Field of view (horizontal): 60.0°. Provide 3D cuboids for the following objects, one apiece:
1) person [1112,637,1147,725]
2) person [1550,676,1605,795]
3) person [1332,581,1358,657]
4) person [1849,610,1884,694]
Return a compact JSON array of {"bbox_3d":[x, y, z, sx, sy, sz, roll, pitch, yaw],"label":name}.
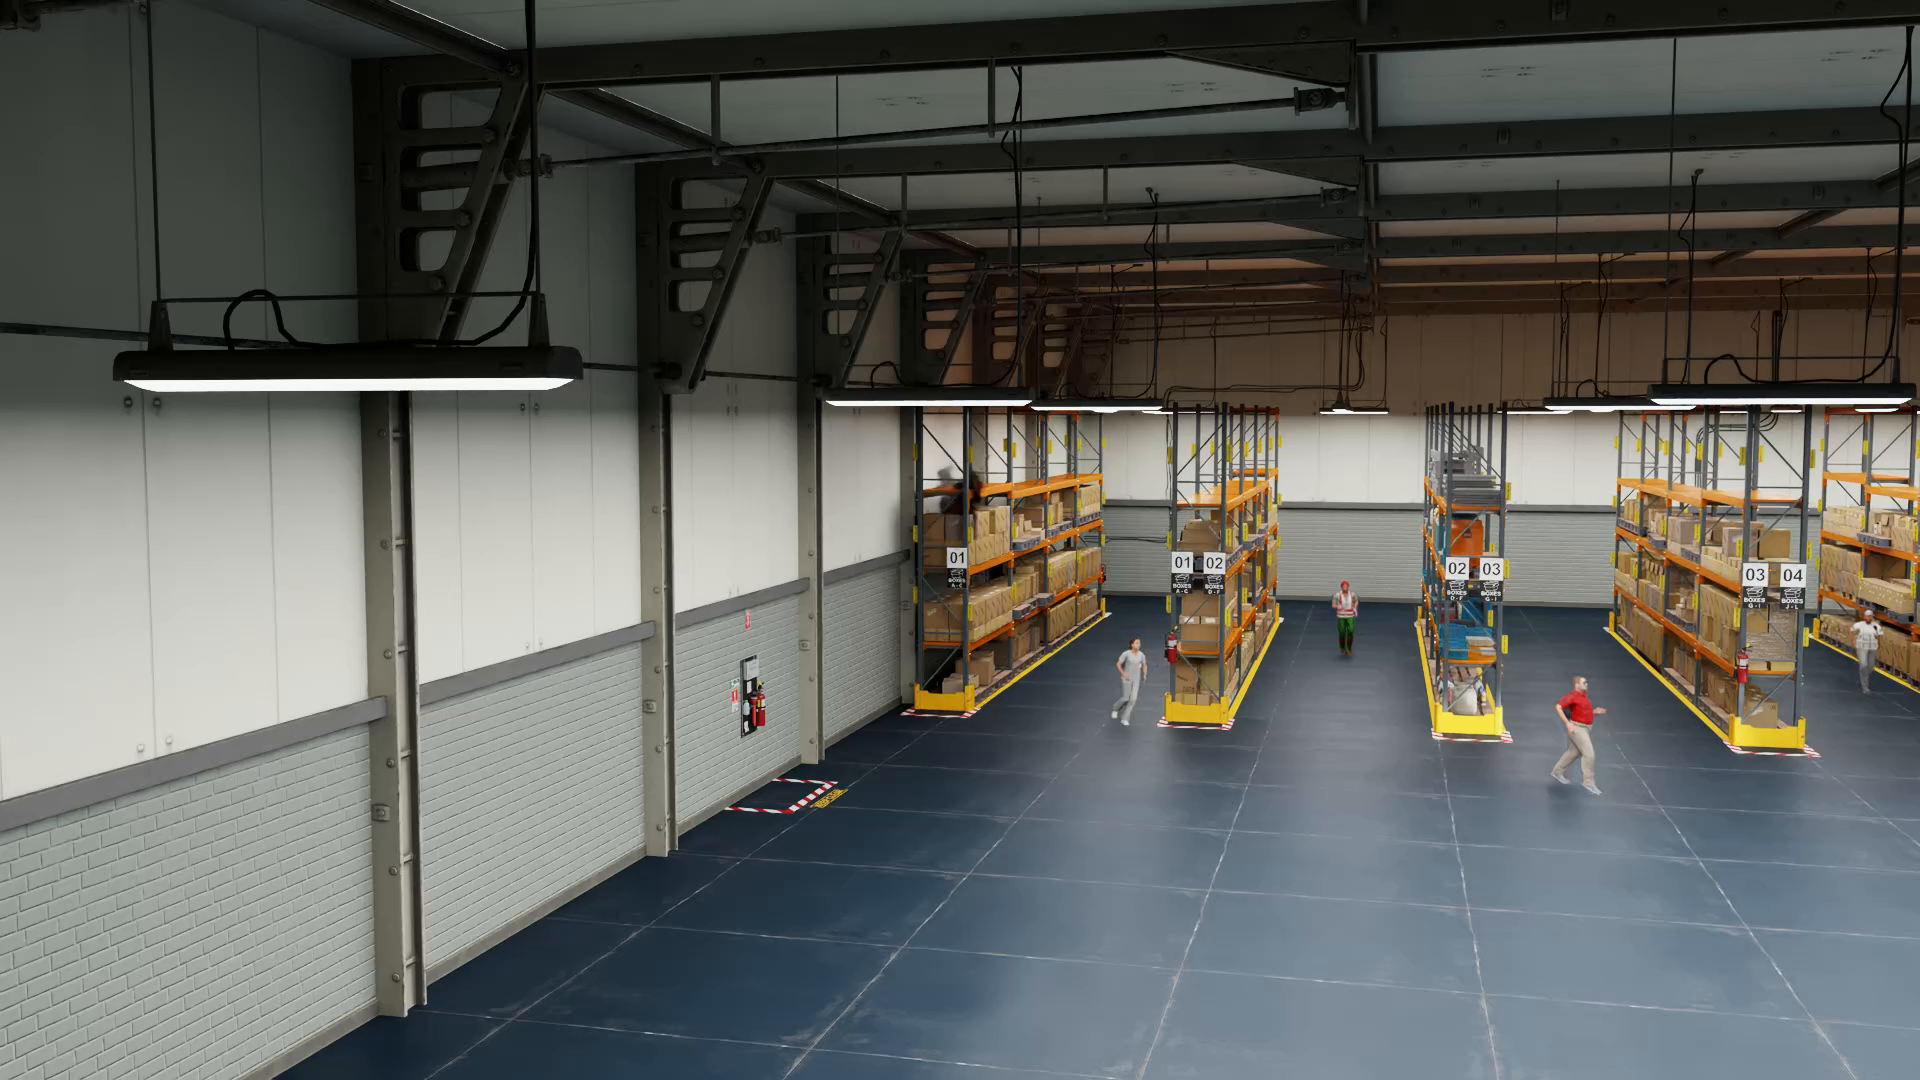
[{"bbox_3d":[3.211,2.615,31.102,0.631,1.620,0.641,-2,4,-20],"label":"person"},{"bbox_3d":[9.482,2.974,25.504,0.819,1.788,0.640,3,5,35],"label":"person"},{"bbox_3d":[9.249,1.889,39.922,0.630,1.836,0.764,1,4,7],"label":"person"},{"bbox_3d":[18.982,2.308,34.802,0.594,1.689,0.895,1,4,10],"label":"person"}]
